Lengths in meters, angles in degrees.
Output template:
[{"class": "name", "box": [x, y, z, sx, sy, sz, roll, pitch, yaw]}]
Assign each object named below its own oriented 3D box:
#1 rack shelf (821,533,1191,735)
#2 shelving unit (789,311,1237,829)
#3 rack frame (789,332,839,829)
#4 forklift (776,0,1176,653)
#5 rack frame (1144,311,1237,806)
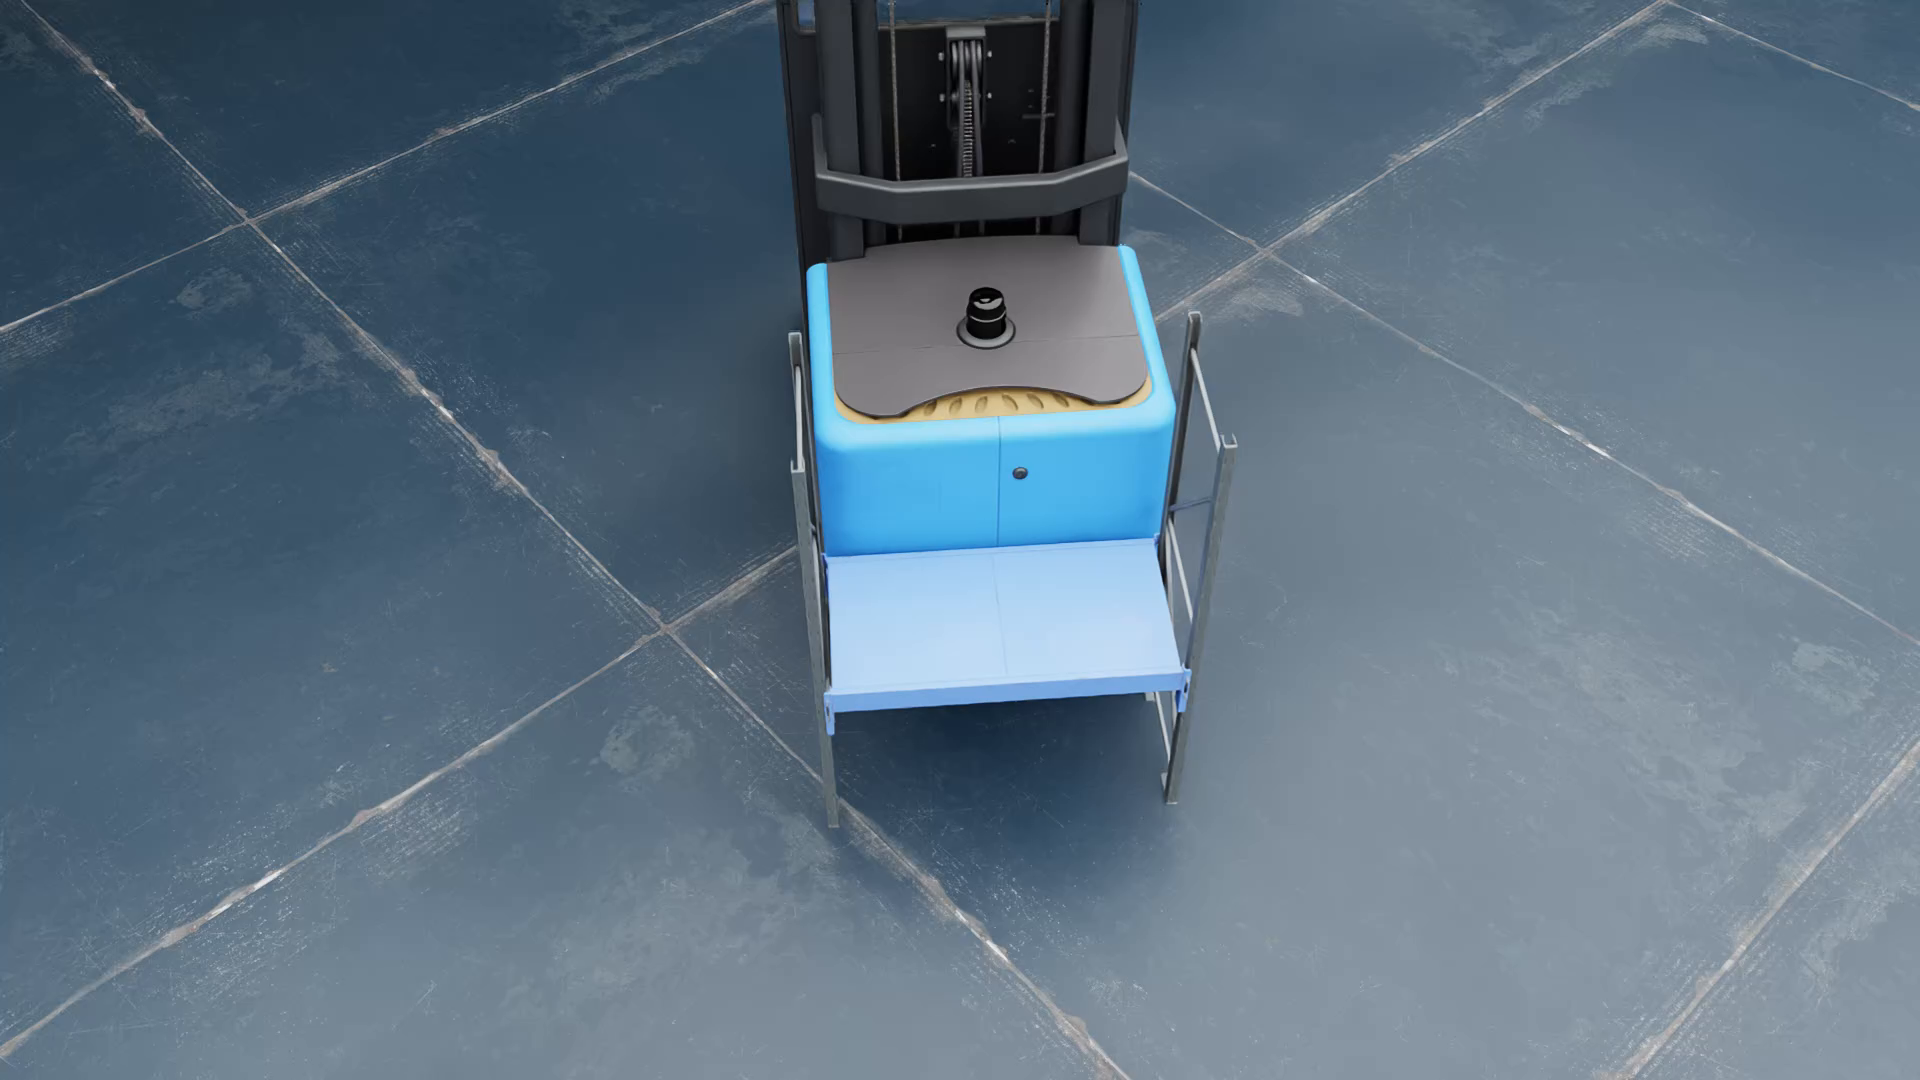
[{"class": "rack shelf", "box": [0.111, 0.260, 4.734, 1.000, 0.185, 0.538, -3, 47, -3]}, {"class": "shelving unit", "box": [0.111, 0.138, 4.602, 1.048, 1.500, 0.538, -3, 47, -3]}, {"class": "rack frame", "box": [-0.396, 0.168, 4.575, 0.032, 1.500, 0.500, -3, 47, -3]}, {"class": "forklift", "box": [-0.030, -1.666, 5.293, 1.130, 2.935, 3.031, -4, 47, -4]}, {"class": "rack frame", "box": [0.618, 0.108, 4.630, 0.032, 1.500, 0.500, -3, 47, -3]}]
